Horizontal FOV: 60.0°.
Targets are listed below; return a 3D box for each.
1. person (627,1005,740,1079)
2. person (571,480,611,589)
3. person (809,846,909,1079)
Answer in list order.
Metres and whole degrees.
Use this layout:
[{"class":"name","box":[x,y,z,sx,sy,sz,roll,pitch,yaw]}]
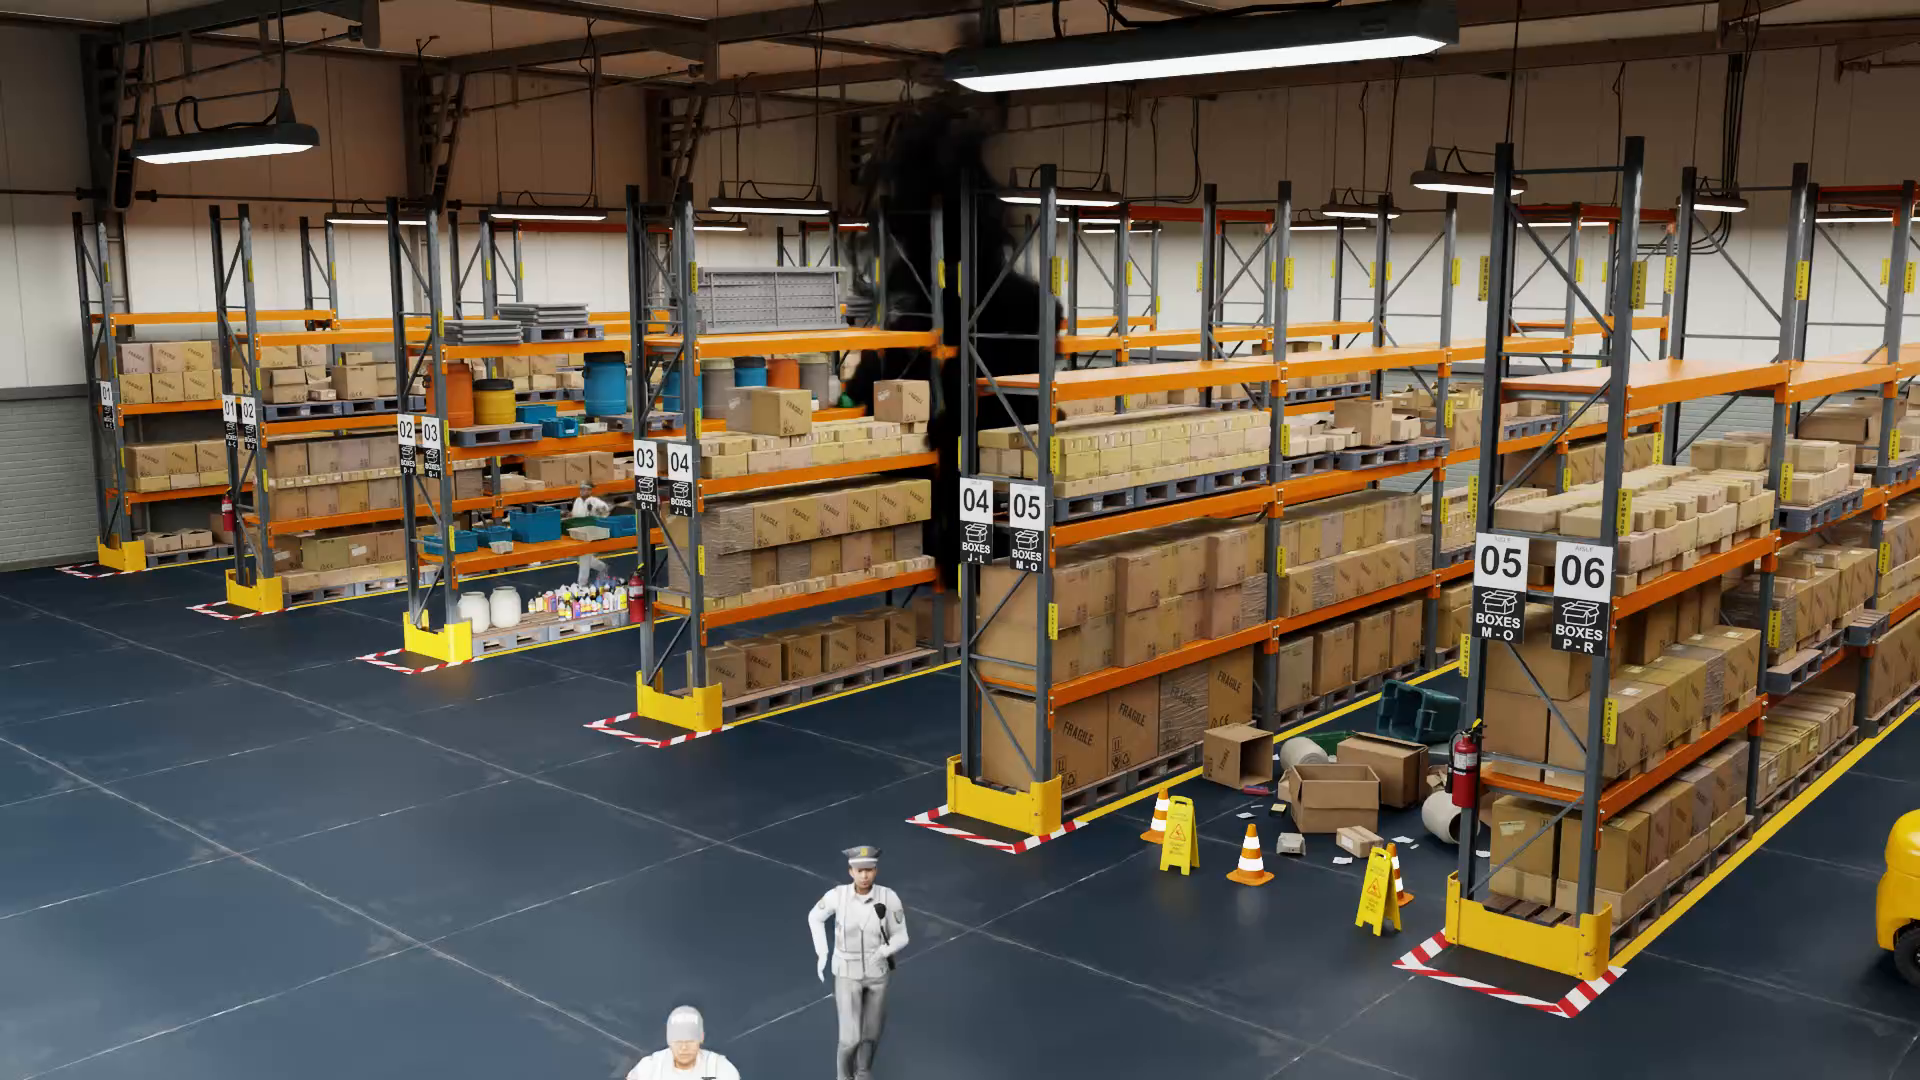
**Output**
[{"class":"person","box":[-1.305,3.044,7.971,0.587,1.711,0.819,-2,10,-10]},{"class":"person","box":[-5.898,-0.066,26.287,0.664,1.779,0.903,6,11,32]},{"class":"person","box":[-0.602,2.668,10.158,0.583,1.673,0.642,-2,10,-11]}]
